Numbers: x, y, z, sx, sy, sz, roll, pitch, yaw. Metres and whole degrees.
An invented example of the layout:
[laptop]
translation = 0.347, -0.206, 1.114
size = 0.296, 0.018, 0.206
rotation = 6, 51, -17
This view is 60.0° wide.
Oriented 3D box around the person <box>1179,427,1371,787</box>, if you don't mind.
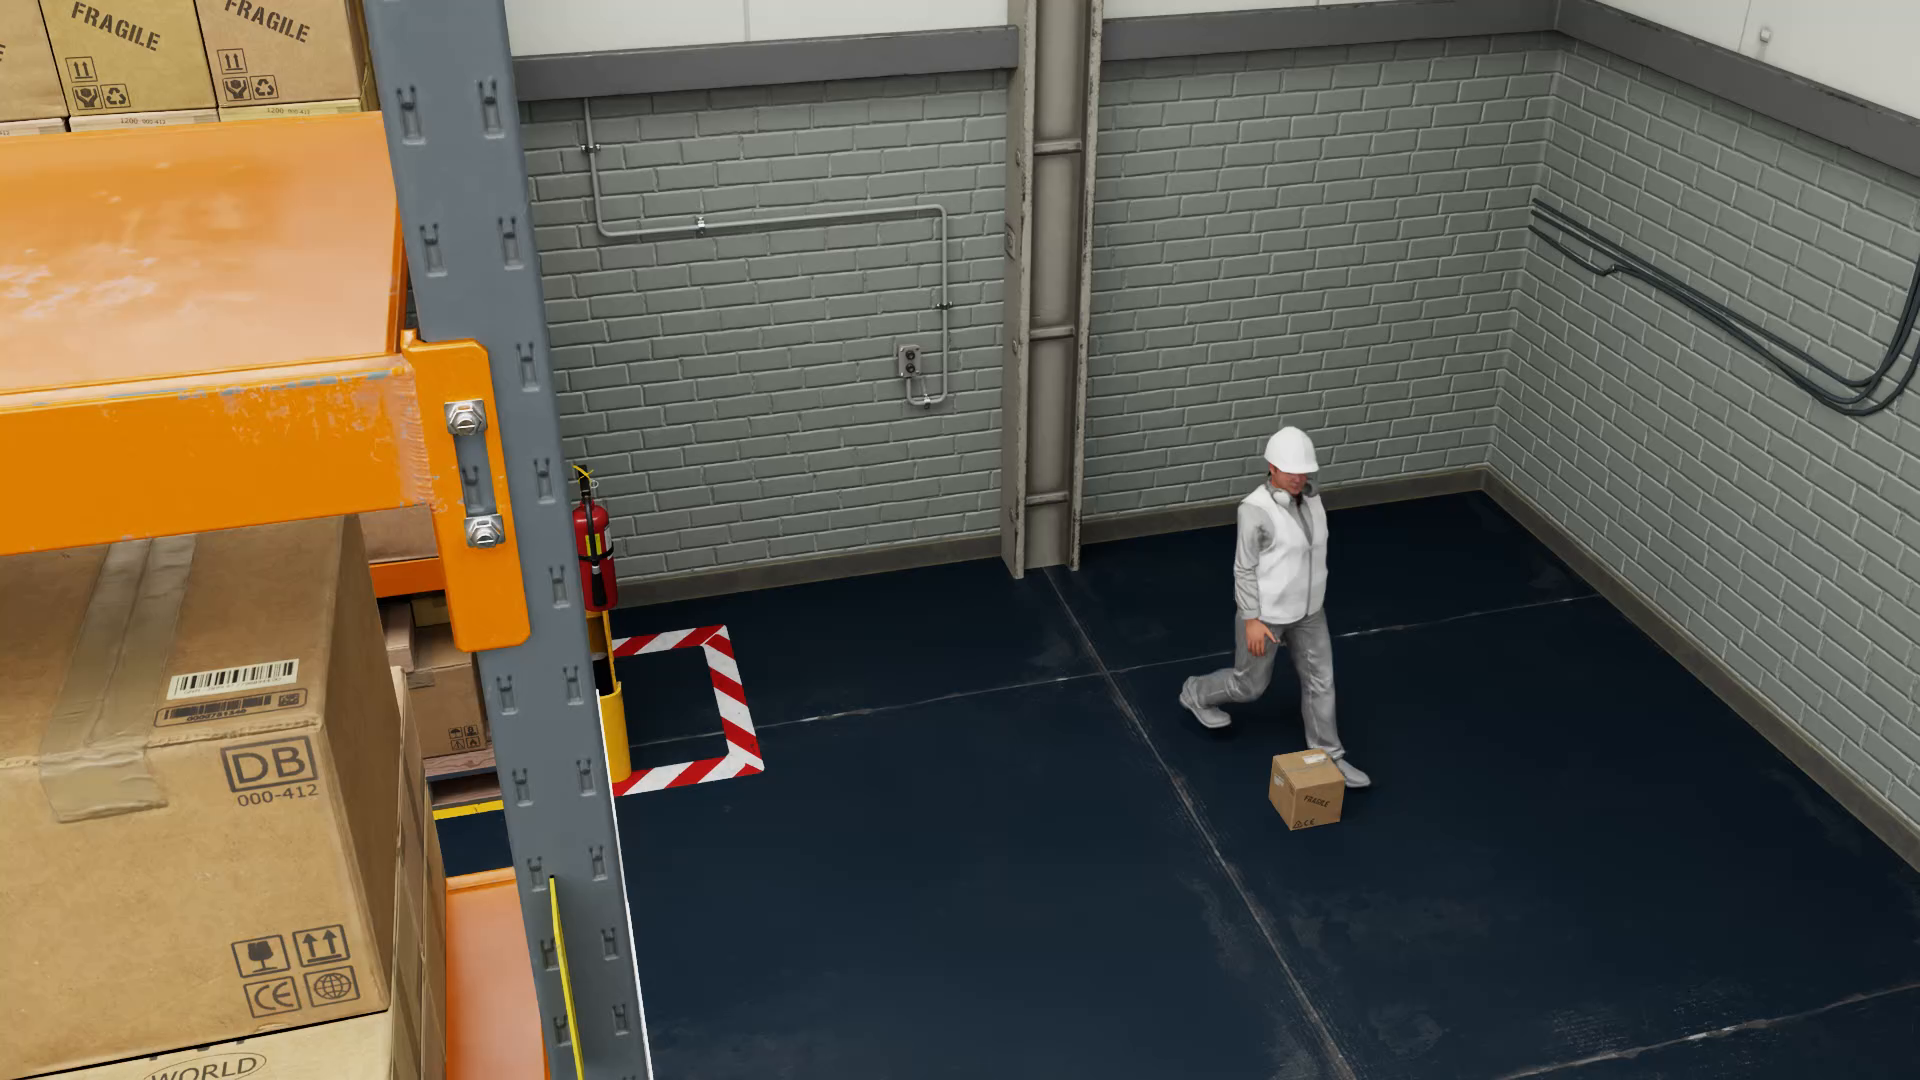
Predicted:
[person]
translation = 1.529, 0.314, 7.725
size = 0.558, 1.728, 0.994
rotation = -19, 35, -30
